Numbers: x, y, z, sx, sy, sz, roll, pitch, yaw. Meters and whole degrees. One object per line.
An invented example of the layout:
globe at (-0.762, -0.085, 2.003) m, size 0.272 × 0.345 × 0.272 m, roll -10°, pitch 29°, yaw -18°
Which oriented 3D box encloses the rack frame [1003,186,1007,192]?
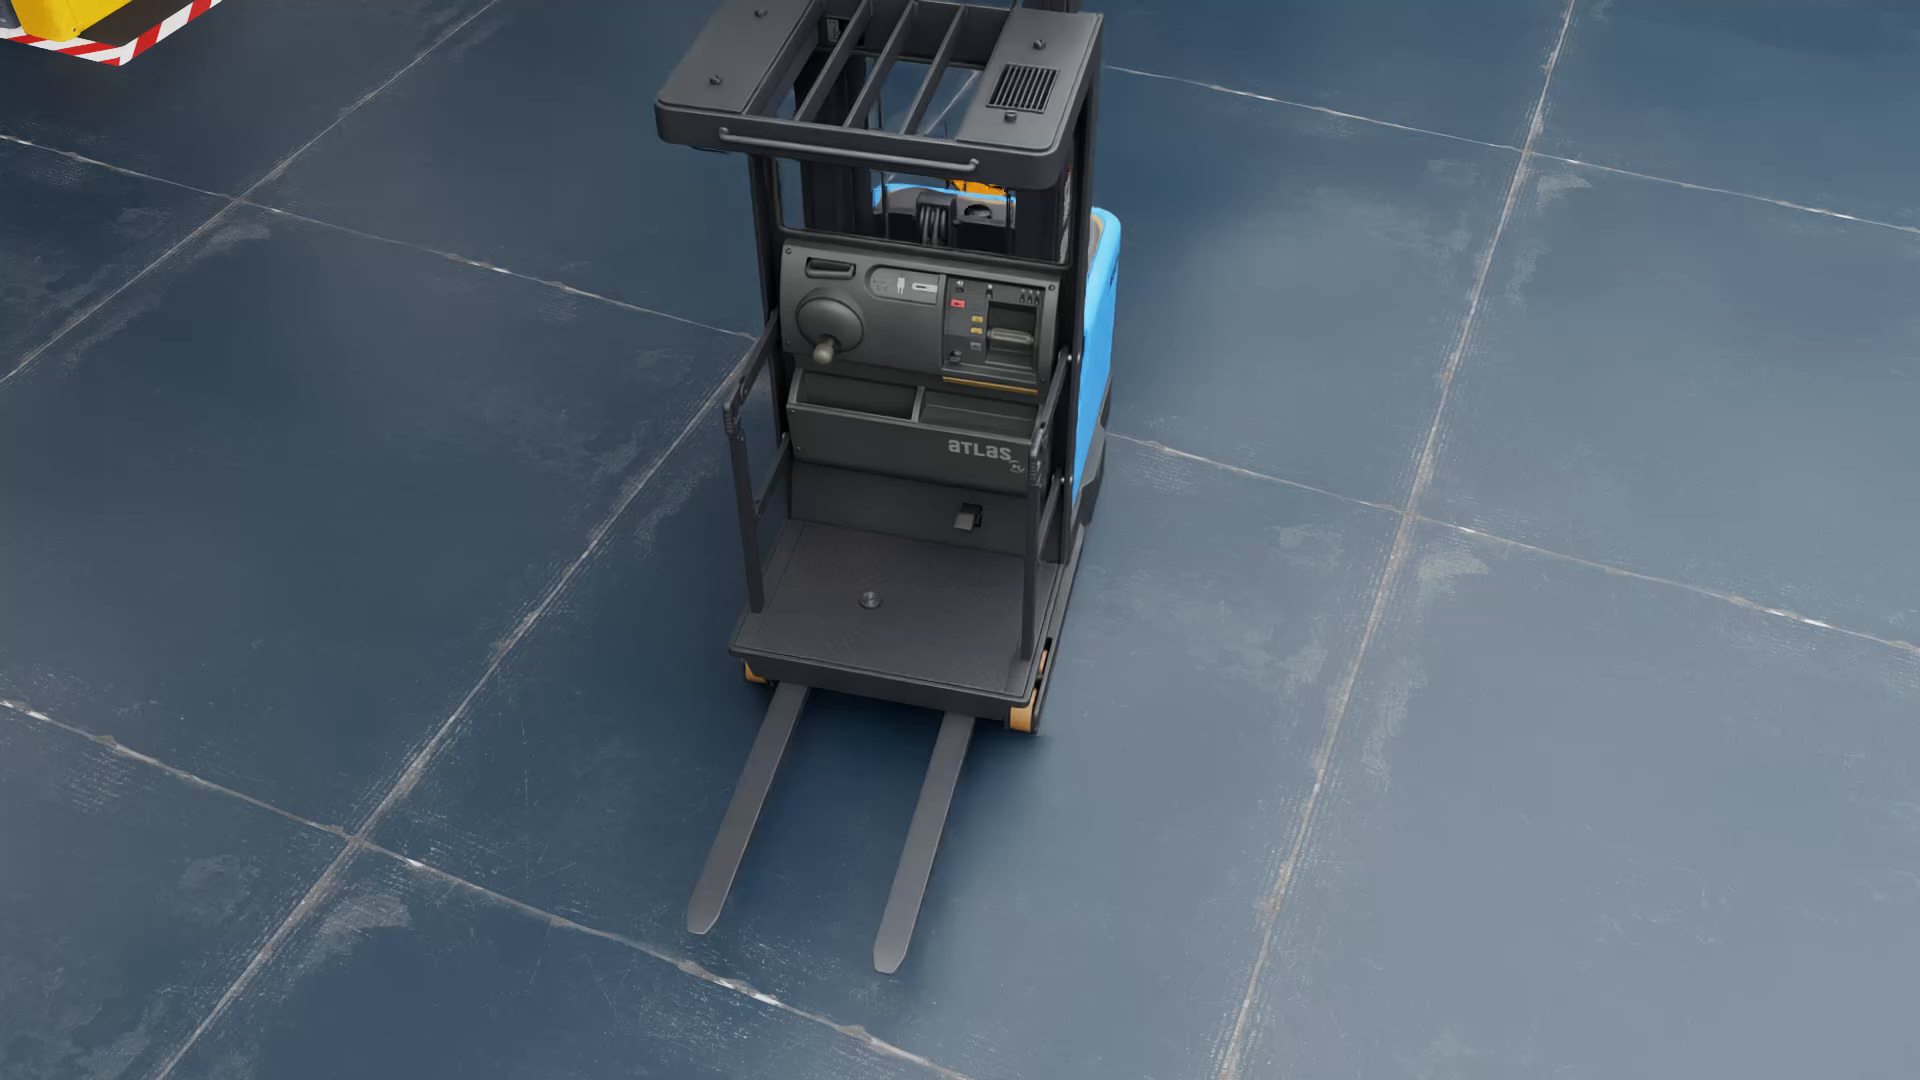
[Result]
rack frame at (0.161, -1.239, 7.141) m, size 0.006 × 1.200 × 0.240 m, roll -15°, pitch 45°, yaw -14°

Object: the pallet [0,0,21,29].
pallet at (-5.917, -3.553, 10.171) m, size 1.213 × 0.211 × 1.003 m, roll 16°, pitch 47°, yaw 16°

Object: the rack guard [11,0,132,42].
rack guard at (-5.126, -3.483, 9.896) m, size 0.348 × 0.500 × 1.175 m, roll 16°, pitch 47°, yaw 16°

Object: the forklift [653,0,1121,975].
forklift at (-0.187, -0.643, 5.318) m, size 1.130 × 2.935 × 3.031 m, roll 9°, pitch 46°, yaw 9°

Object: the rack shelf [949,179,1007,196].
rack shelf at (0.073, -1.445, 6.900) m, size 0.180 × 0.103 × 0.258 m, roll -15°, pitch 45°, yaw -14°

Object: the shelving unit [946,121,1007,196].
shelving unit at (0.075, -1.217, 7.118) m, size 0.189 × 1.200 × 0.258 m, roll -15°, pitch 45°, yaw -14°

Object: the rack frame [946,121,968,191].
rack frame at (-0.011, -1.194, 7.096) m, size 0.006 × 1.200 × 0.240 m, roll -15°, pitch 45°, yaw -14°
